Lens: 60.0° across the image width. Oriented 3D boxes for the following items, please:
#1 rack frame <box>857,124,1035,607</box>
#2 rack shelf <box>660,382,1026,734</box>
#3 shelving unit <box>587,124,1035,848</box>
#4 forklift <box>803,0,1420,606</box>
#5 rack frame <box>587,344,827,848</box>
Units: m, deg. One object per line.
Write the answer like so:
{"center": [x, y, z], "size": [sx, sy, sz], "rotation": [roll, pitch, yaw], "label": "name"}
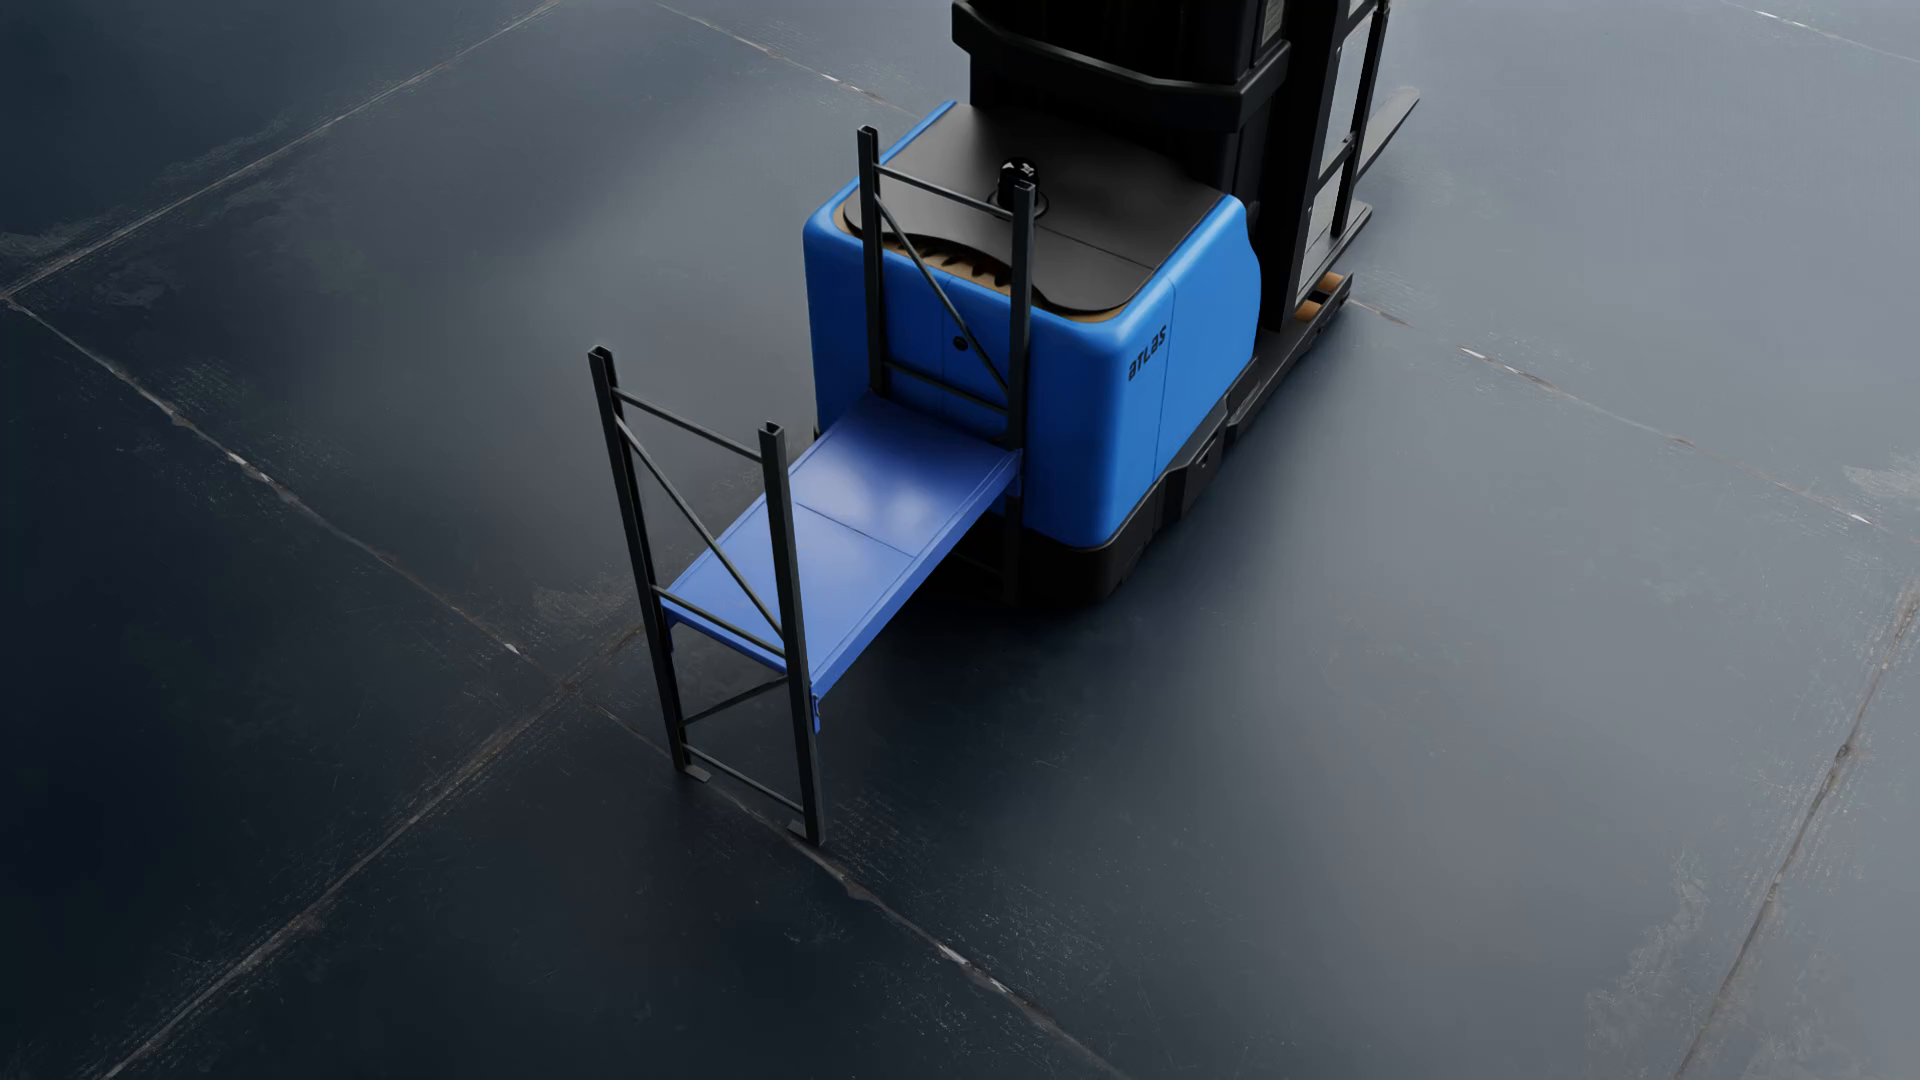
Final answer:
{"center": [-0.038, -0.421, 4.615], "size": [0.500, 1.500, 0.032], "rotation": [24, 51, 22], "label": "rack frame"}
{"center": [-0.309, 0.015, 4.447], "size": [0.538, 0.185, 1.000], "rotation": [24, 51, 22], "label": "rack shelf"}
{"center": [-0.309, -0.110, 4.317], "size": [0.538, 1.500, 1.048], "rotation": [24, 51, 22], "label": "shelving unit"}
{"center": [0.754, -1.863, 5.003], "size": [1.130, 2.935, 3.031], "rotation": [24, 51, 22], "label": "forklift"}
{"center": [-0.579, 0.202, 4.020], "size": [0.500, 1.500, 0.032], "rotation": [24, 51, 22], "label": "rack frame"}
